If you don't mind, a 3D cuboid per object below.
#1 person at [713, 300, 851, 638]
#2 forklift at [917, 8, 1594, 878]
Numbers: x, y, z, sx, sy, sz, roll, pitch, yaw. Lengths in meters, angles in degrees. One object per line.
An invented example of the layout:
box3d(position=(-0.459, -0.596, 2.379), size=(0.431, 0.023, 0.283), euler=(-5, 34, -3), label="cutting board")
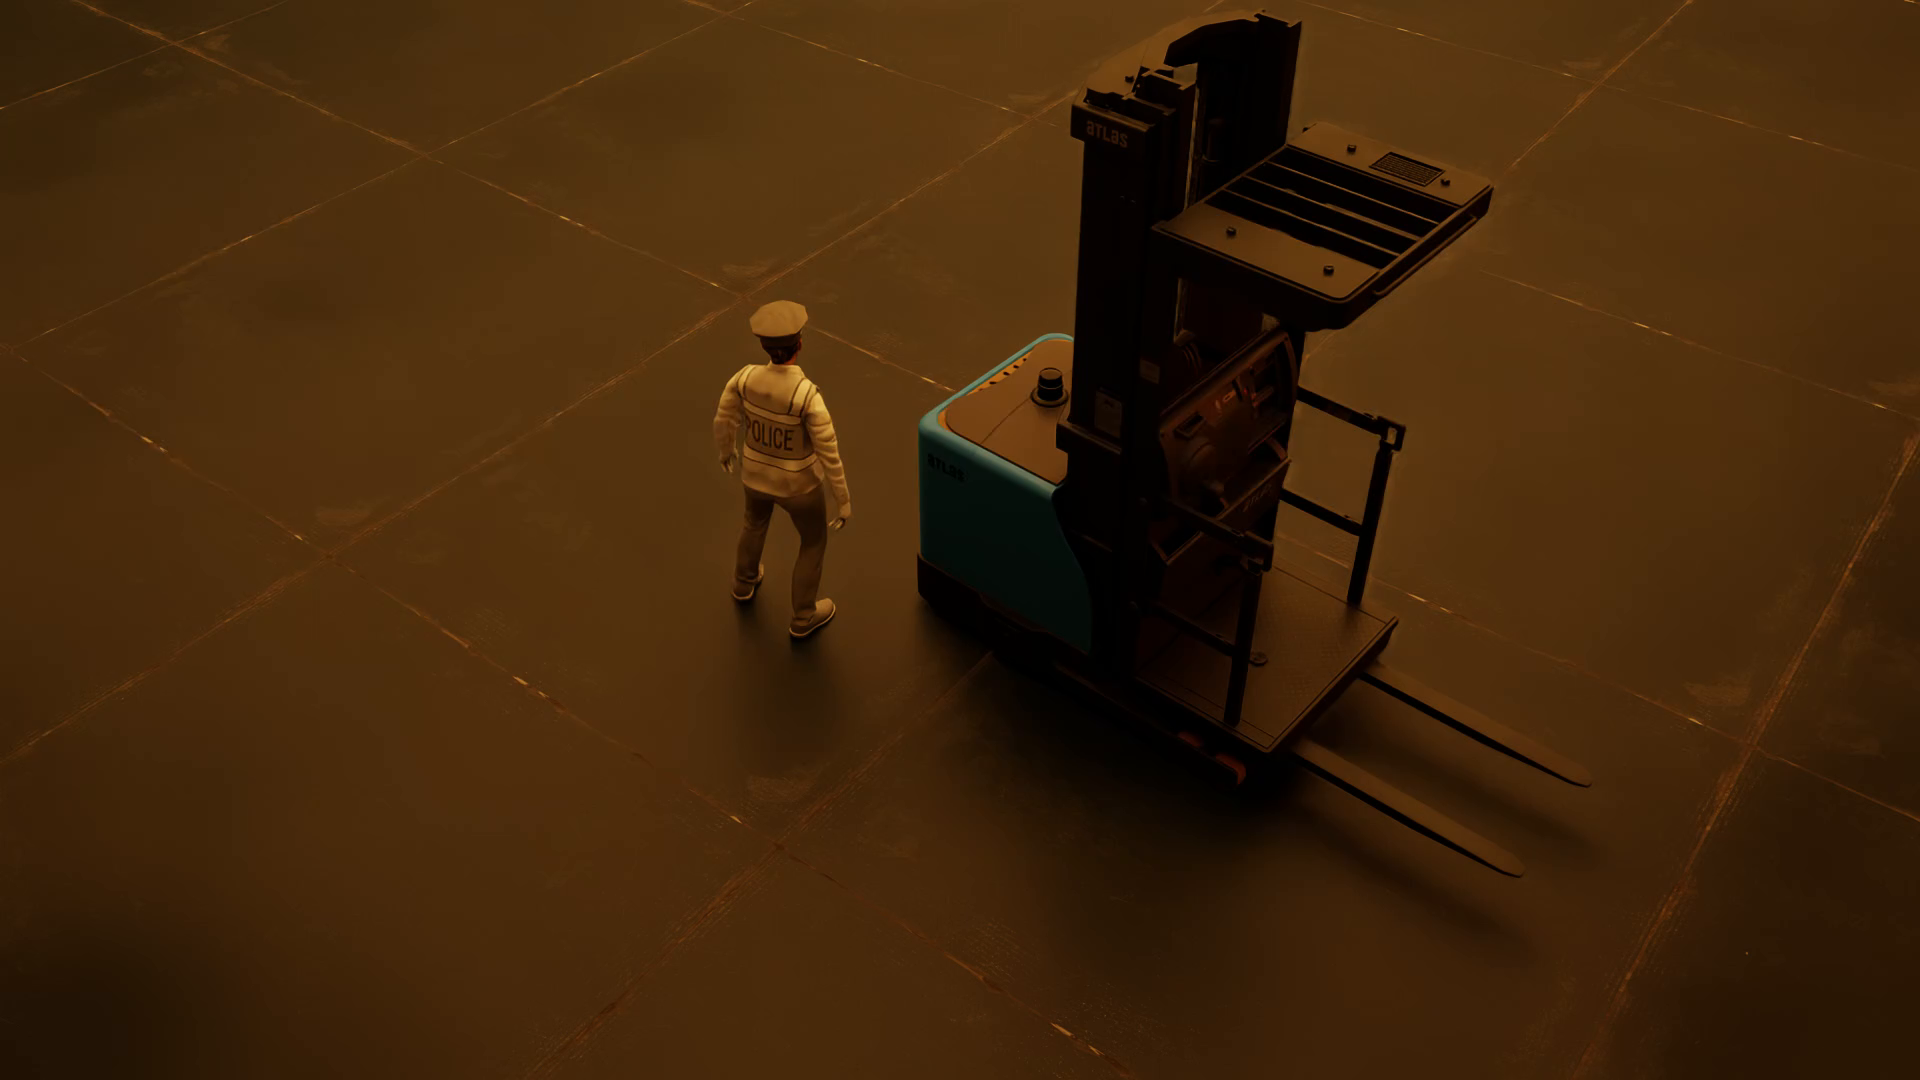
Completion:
box3d(position=(-0.787, -0.286, 7.409), size=(0.696, 1.640, 0.380), euler=(15, 43, 17), label="person")
box3d(position=(1.245, -0.440, 6.590), size=(3.031, 2.935, 1.130), euler=(29, 48, 30), label="forklift")
